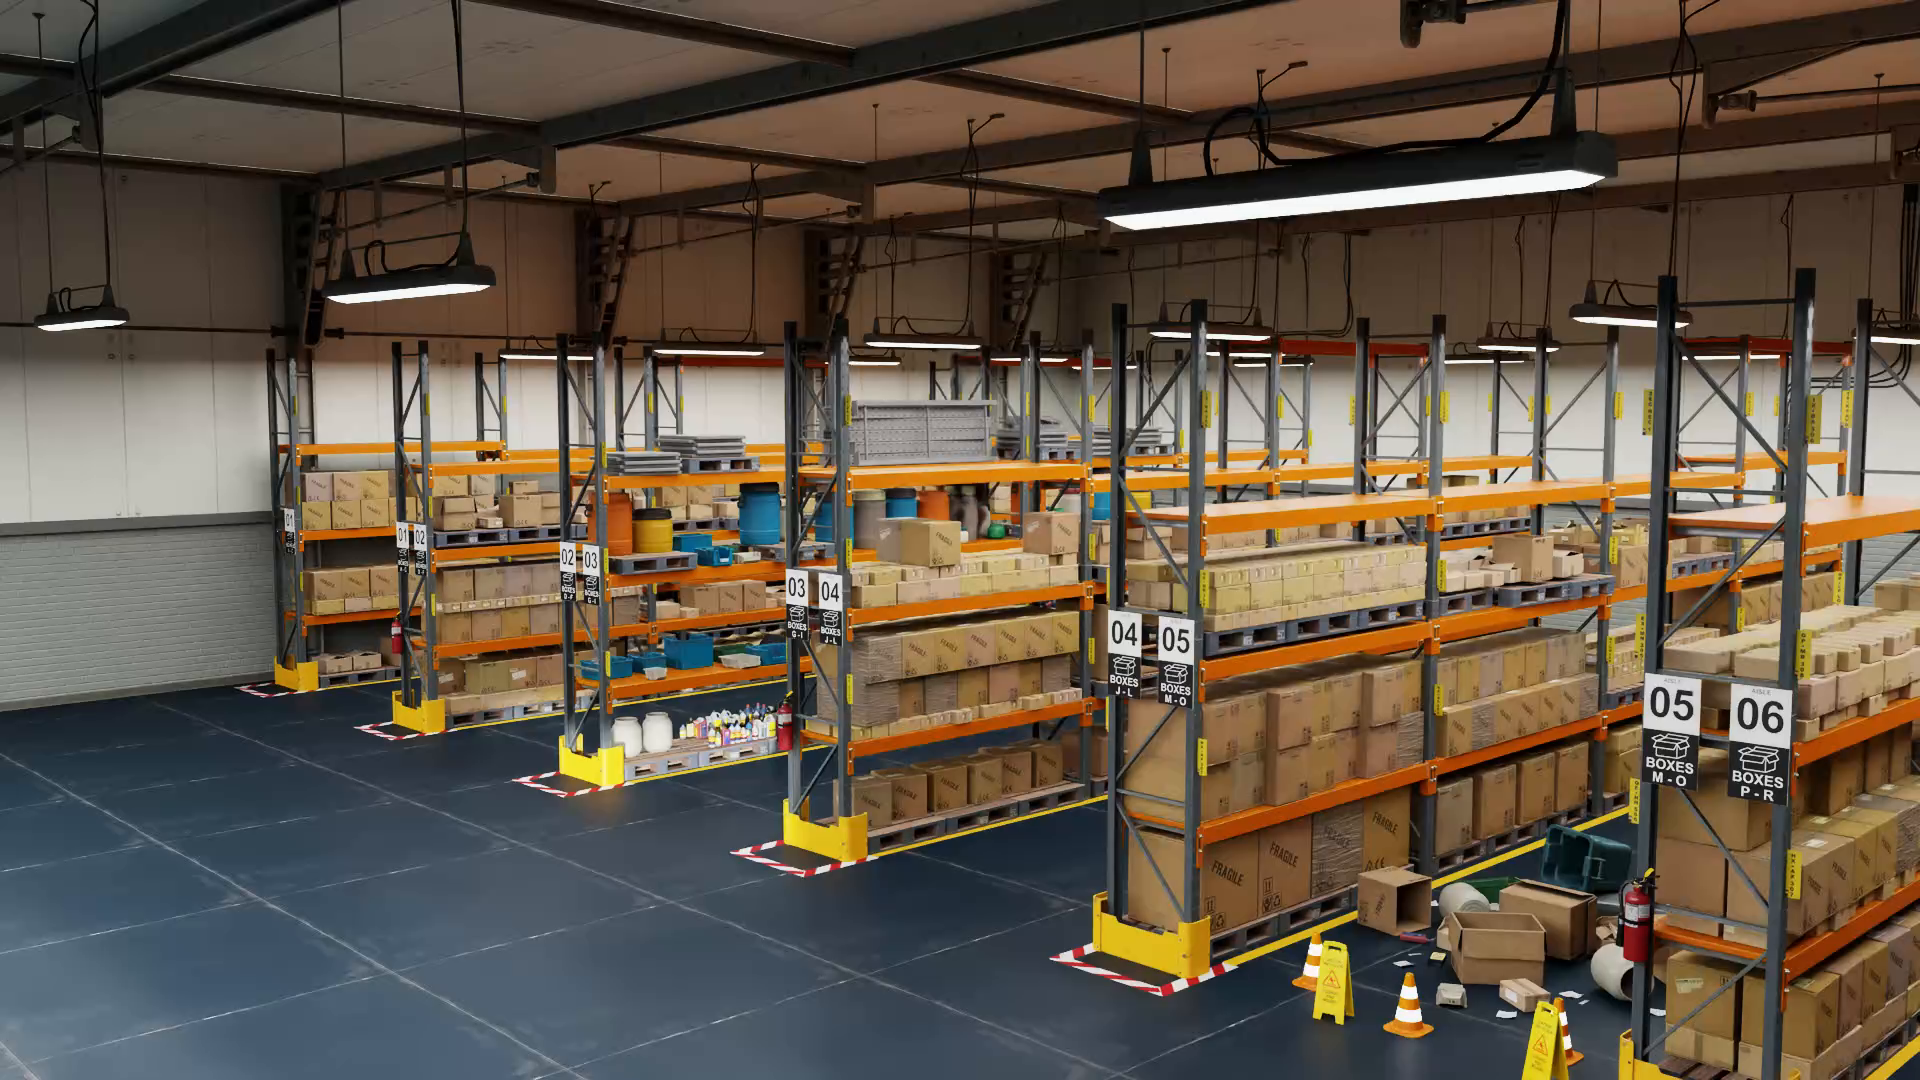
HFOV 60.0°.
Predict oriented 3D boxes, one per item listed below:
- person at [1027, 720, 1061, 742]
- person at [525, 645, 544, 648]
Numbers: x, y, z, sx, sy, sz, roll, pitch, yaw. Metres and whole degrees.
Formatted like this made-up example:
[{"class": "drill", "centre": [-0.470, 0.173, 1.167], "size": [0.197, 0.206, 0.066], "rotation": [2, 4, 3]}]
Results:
[{"class": "person", "centre": [1.164, 2.258, 23.919], "size": [0.738, 1.700, 0.620], "rotation": [-5, 7, -44]}, {"class": "person", "centre": [-7.625, 1.700, 29.904], "size": [0.704, 1.734, 0.653], "rotation": [3, 6, 33]}]
